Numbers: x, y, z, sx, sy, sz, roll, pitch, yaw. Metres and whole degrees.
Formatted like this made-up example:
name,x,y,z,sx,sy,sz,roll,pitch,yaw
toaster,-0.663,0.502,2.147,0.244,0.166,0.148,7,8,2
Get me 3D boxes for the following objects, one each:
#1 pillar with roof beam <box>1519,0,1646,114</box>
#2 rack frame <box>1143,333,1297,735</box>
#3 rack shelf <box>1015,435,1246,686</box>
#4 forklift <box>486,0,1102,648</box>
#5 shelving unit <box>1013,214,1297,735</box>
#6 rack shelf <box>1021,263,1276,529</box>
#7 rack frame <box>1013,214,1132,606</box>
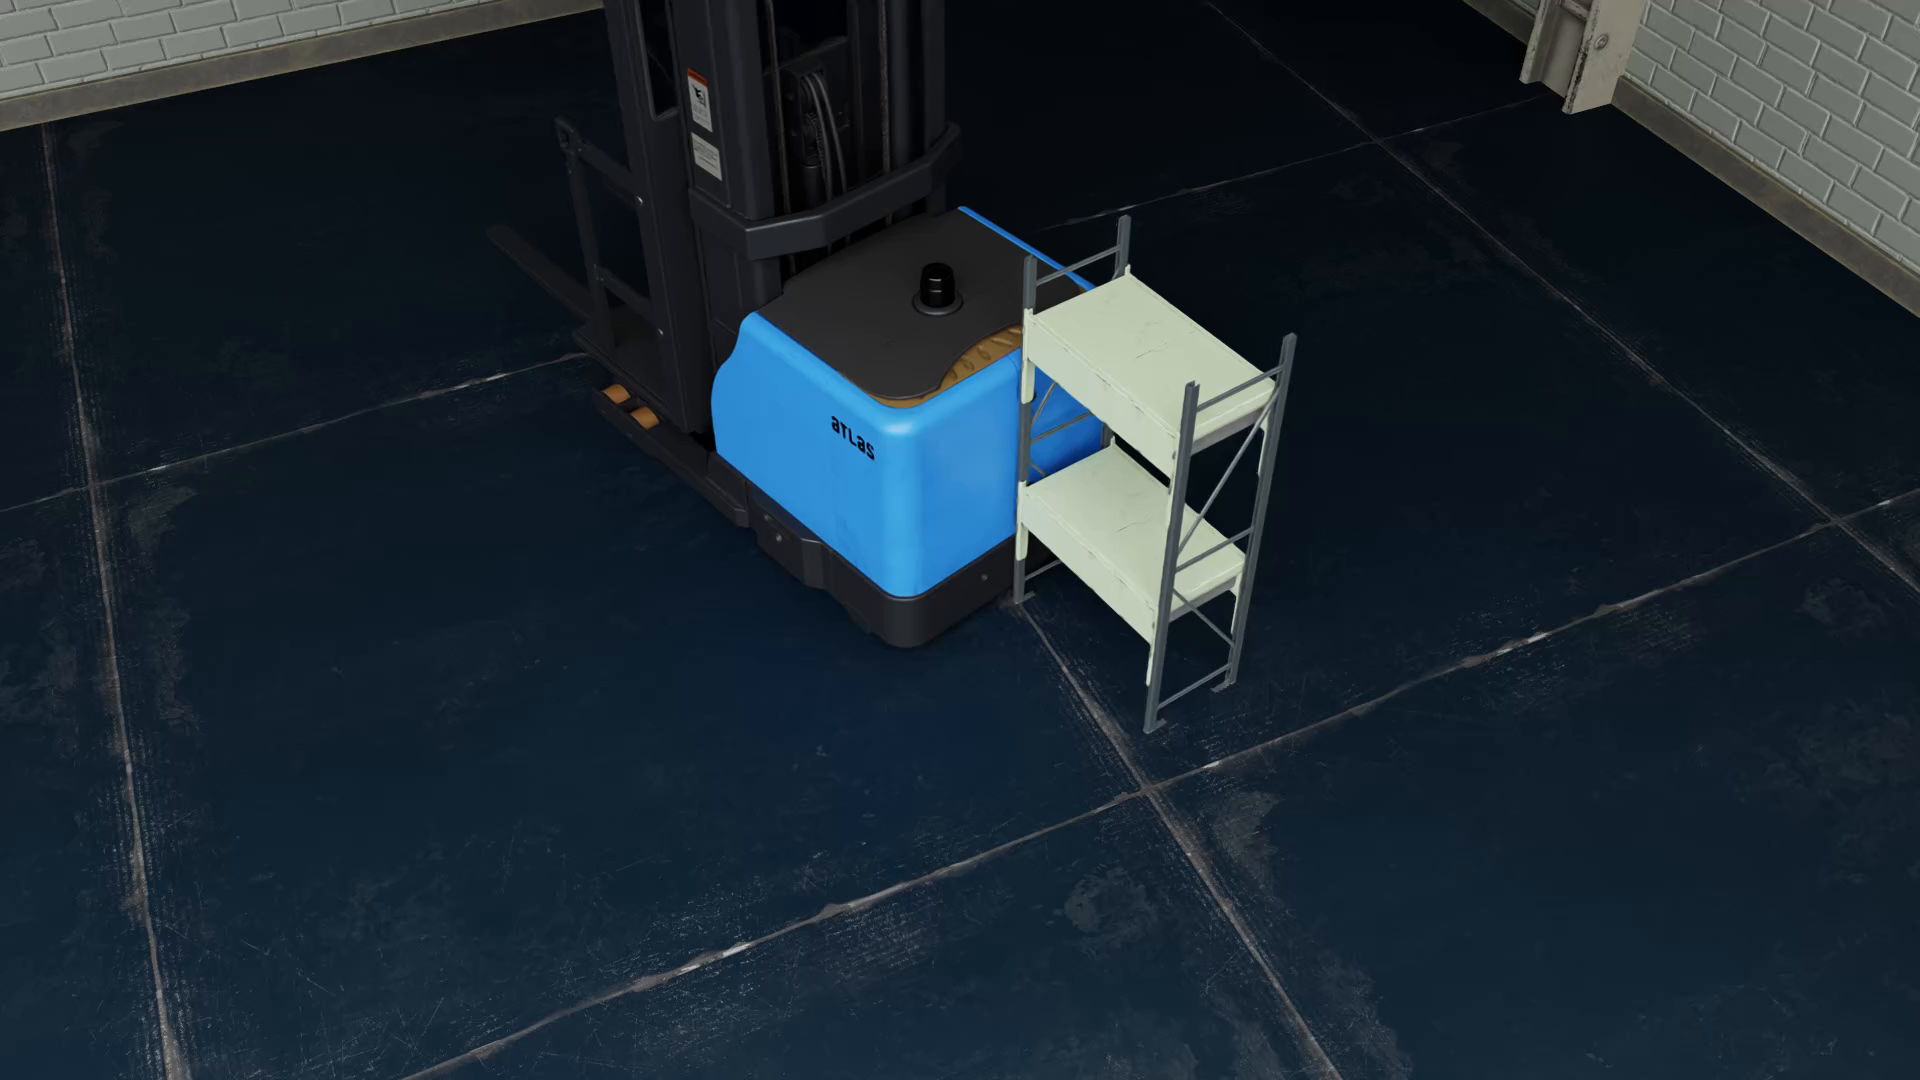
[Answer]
name,x,y,z,sx,sy,sz,roll,pitch,yaw
pillar with roof beam,-0.764,-4.261,4.162,9.100,9.000,0.400,-18,47,-17
rack frame,0.785,0.034,5.148,0.400,1.500,0.023,-27,50,-24
rack shelf,0.572,0.057,5.589,0.431,0.370,0.720,-27,50,-24
forklift,-0.824,-1.621,5.806,1.130,2.935,3.031,-33,53,-29
shelving unit,0.572,-0.175,5.360,0.431,1.500,0.755,-27,50,-24
rack shelf,0.572,-0.453,5.086,0.431,0.370,0.720,-27,50,-24
rack frame,0.360,-0.385,5.572,0.400,1.500,0.023,-27,50,-24
